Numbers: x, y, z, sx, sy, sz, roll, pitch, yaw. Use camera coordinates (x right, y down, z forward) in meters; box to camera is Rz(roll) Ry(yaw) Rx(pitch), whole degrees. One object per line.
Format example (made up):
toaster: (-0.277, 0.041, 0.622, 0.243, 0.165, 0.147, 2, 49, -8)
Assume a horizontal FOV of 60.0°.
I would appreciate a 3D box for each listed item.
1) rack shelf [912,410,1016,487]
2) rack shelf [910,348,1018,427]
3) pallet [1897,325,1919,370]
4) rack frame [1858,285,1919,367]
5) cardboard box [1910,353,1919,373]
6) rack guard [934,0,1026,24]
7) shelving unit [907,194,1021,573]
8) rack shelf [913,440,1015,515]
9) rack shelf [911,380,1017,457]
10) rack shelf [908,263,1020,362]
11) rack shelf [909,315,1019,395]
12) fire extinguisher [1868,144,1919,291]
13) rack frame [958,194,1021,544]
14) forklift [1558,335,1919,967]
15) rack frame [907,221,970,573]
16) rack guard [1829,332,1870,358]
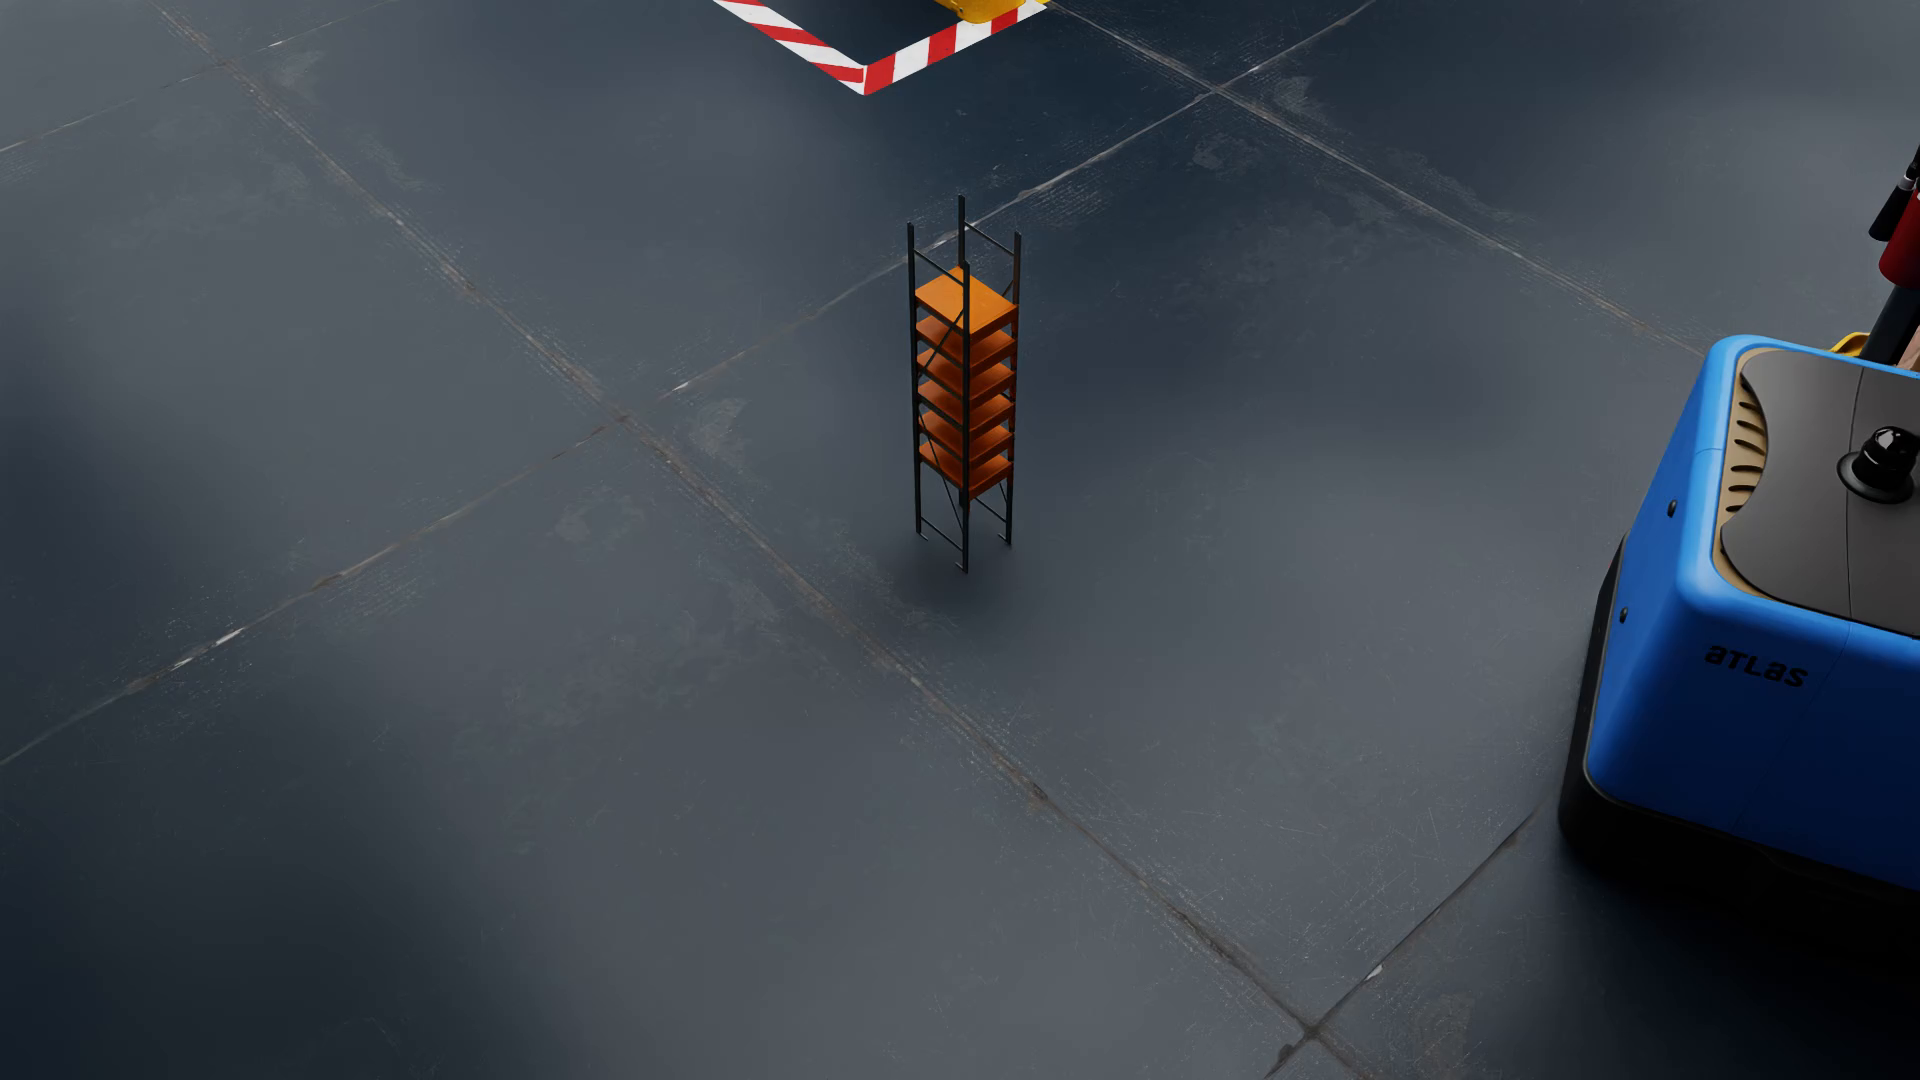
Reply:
rack shelf: (0.011, -0.303, 4.936, 0.180, 0.103, 0.258, -34, 56, -27)
rack shelf: (0.011, -0.465, 4.760, 0.180, 0.103, 0.258, -34, 56, -27)
pallet: (3.624, -0.446, 5.518, 1.213, 0.211, 1.003, -34, 56, -27)
rack frame: (3.085, -0.954, 4.089, 0.127, 3.000, 1.000, -34, 56, -27)
cardboard box: (3.536, -0.649, 5.223, 0.500, 0.500, 0.700, -34, 56, -27)
rack guard: (-0.194, -2.835, 7.526, 0.348, 0.500, 1.175, -34, 56, -27)
shelving unit: (0.011, -0.414, 4.816, 0.189, 1.200, 0.258, -34, 56, -27)
rack shelf: (0.011, -0.221, 5.025, 0.180, 0.103, 0.258, -34, 56, -27)
rack shelf: (0.011, -0.384, 4.848, 0.180, 0.103, 0.258, -34, 56, -27)
rack shelf: (0.011, -0.628, 4.584, 0.180, 0.103, 0.258, -34, 56, -27)
rack shelf: (0.011, -0.547, 4.672, 0.180, 0.103, 0.258, -34, 56, -27)
fire extinguisher: (2.663, -0.977, 4.417, 0.183, 0.674, 0.296, -34, 56, -27)
rack frame: (0.078, -0.459, 4.857, 0.006, 1.200, 0.240, -34, 56, -27)
forklift: (3.172, -0.083, 3.332, 3.031, 2.935, 1.130, 16, 49, 15)
rack frame: (-0.057, -0.369, 4.774, 0.006, 1.200, 0.240, -34, 56, -27)
rack guard: (3.068, -0.094, 4.997, 0.348, 0.500, 1.175, -34, 56, -27)
